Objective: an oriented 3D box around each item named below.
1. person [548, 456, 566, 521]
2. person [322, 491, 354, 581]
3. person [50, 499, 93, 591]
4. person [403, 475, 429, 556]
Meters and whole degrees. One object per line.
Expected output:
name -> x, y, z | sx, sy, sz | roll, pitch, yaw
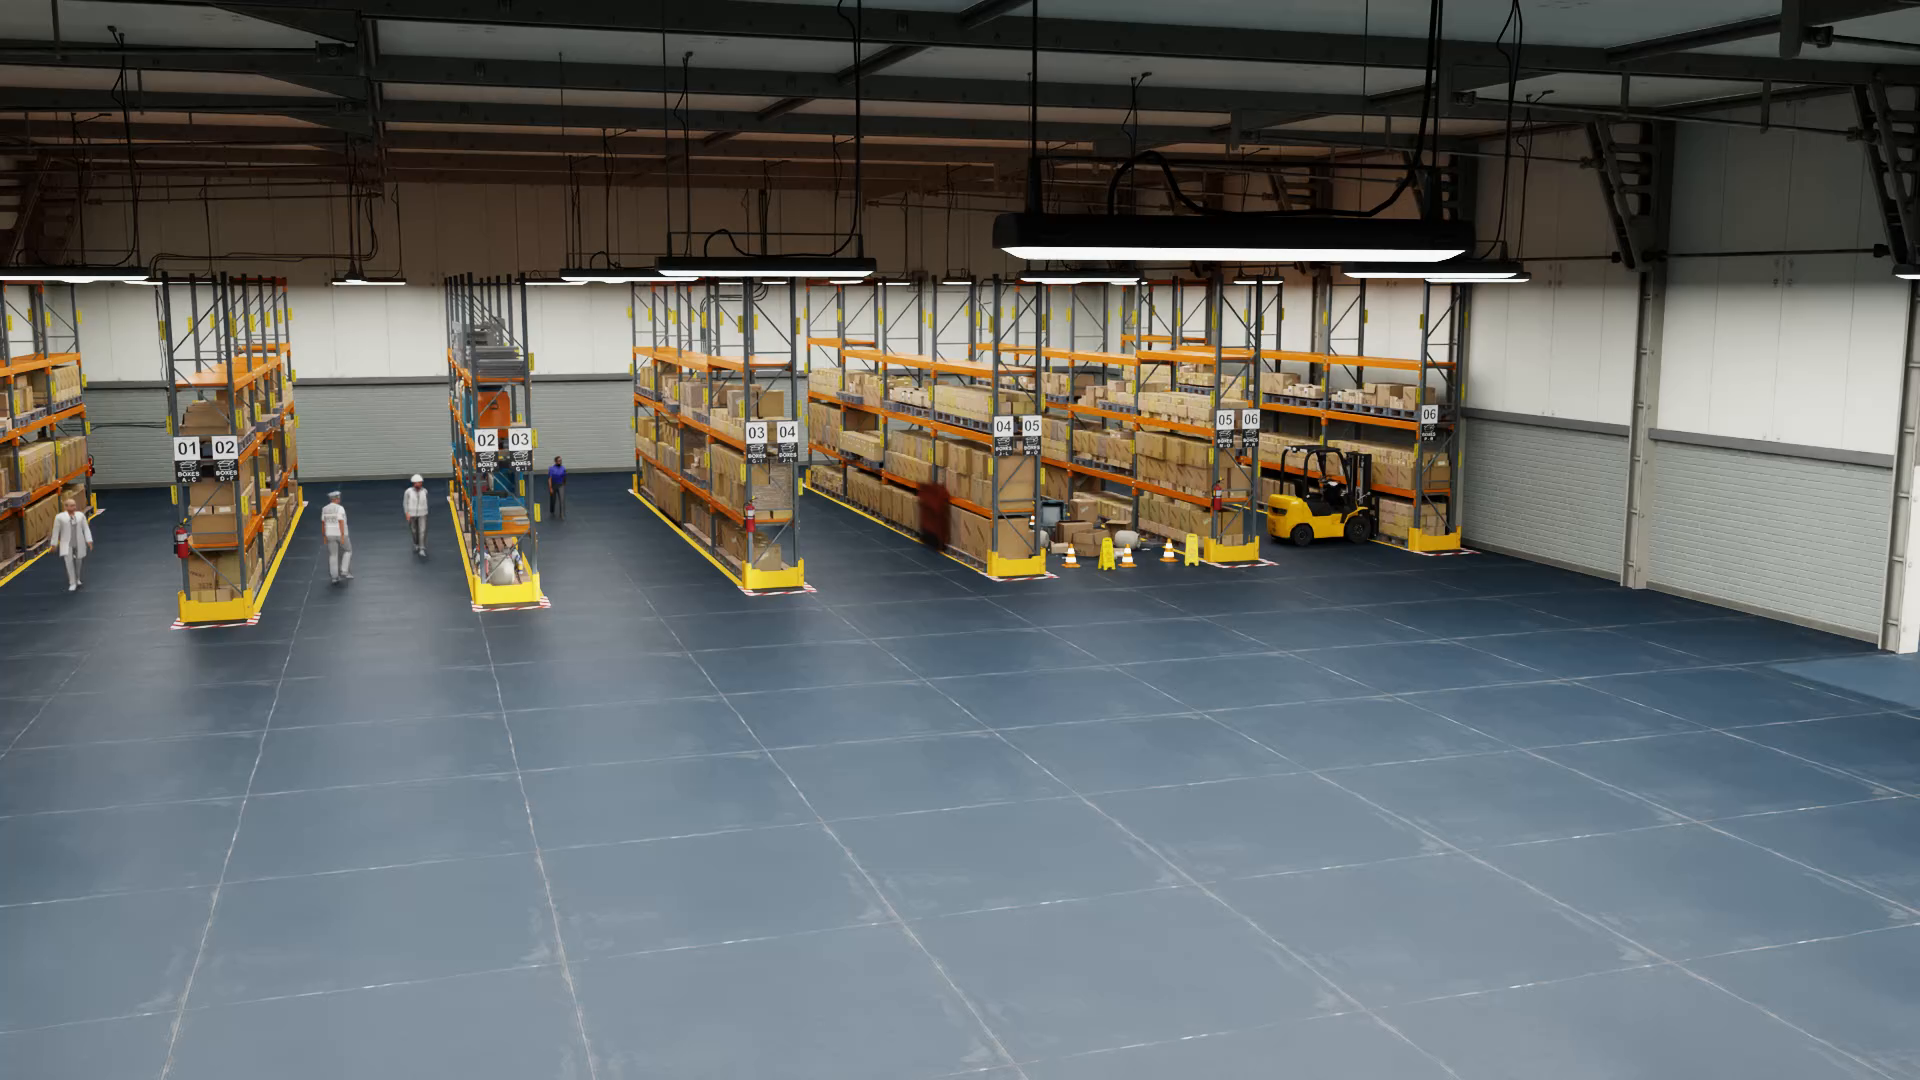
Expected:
person -> -9.996, -1.304, 41.264 | 0.440, 1.594, 1.045 | -3, 9, -19
person -> -12.274, -0.063, 32.709 | 0.559, 1.752, 0.542 | -1, 9, -5
person -> -16.919, 0.077, 31.683 | 0.711, 1.712, 1.132 | -6, 11, -35
person -> -11.758, -0.559, 35.962 | 0.521, 1.714, 1.062 | -2, 9, -14
